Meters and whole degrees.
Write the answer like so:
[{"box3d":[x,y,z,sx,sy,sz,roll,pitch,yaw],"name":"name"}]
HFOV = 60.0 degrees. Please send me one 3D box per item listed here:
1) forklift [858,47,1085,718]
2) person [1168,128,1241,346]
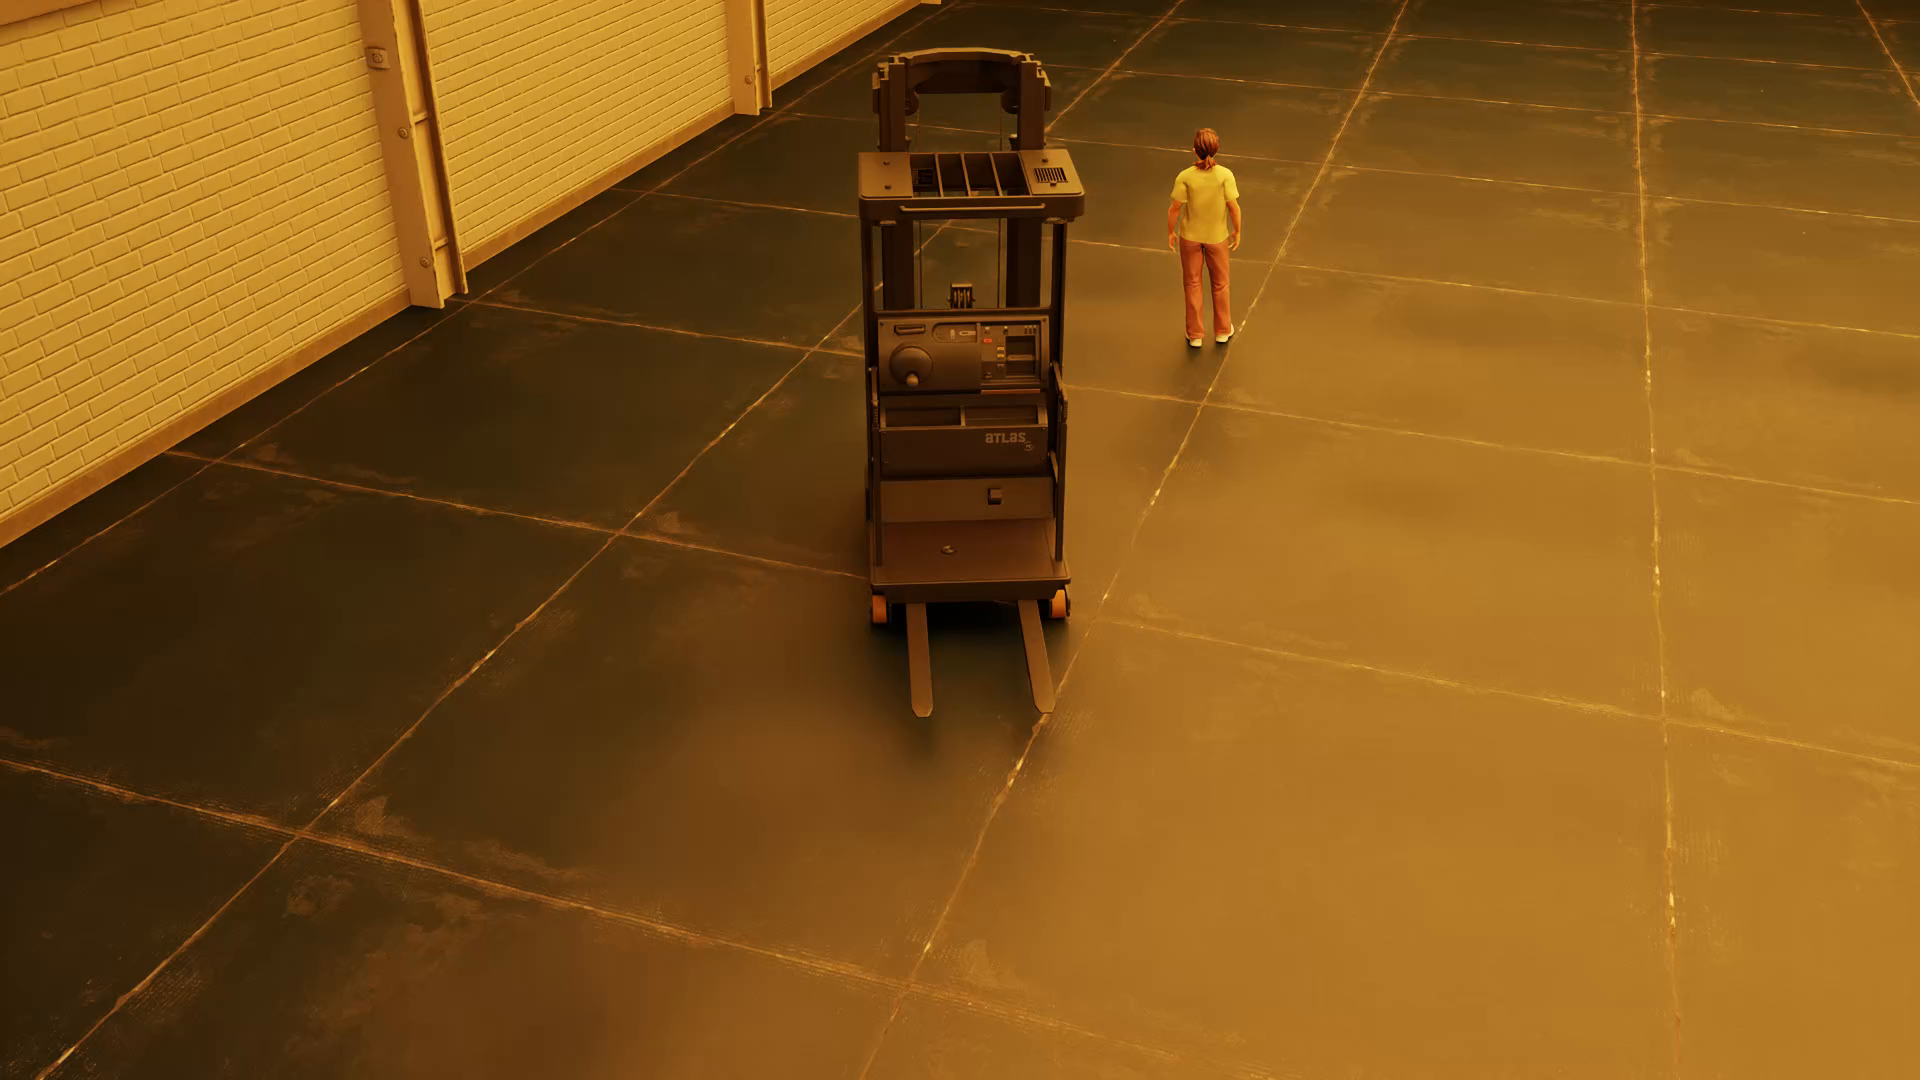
[{"box3d":[0.035,-0.972,8.842,1.130,2.935,3.031,-2,30,-3],"name":"forklift"},{"box3d":[1.817,-2.256,12.347,0.555,1.673,0.548,5,30,8],"name":"person"}]
